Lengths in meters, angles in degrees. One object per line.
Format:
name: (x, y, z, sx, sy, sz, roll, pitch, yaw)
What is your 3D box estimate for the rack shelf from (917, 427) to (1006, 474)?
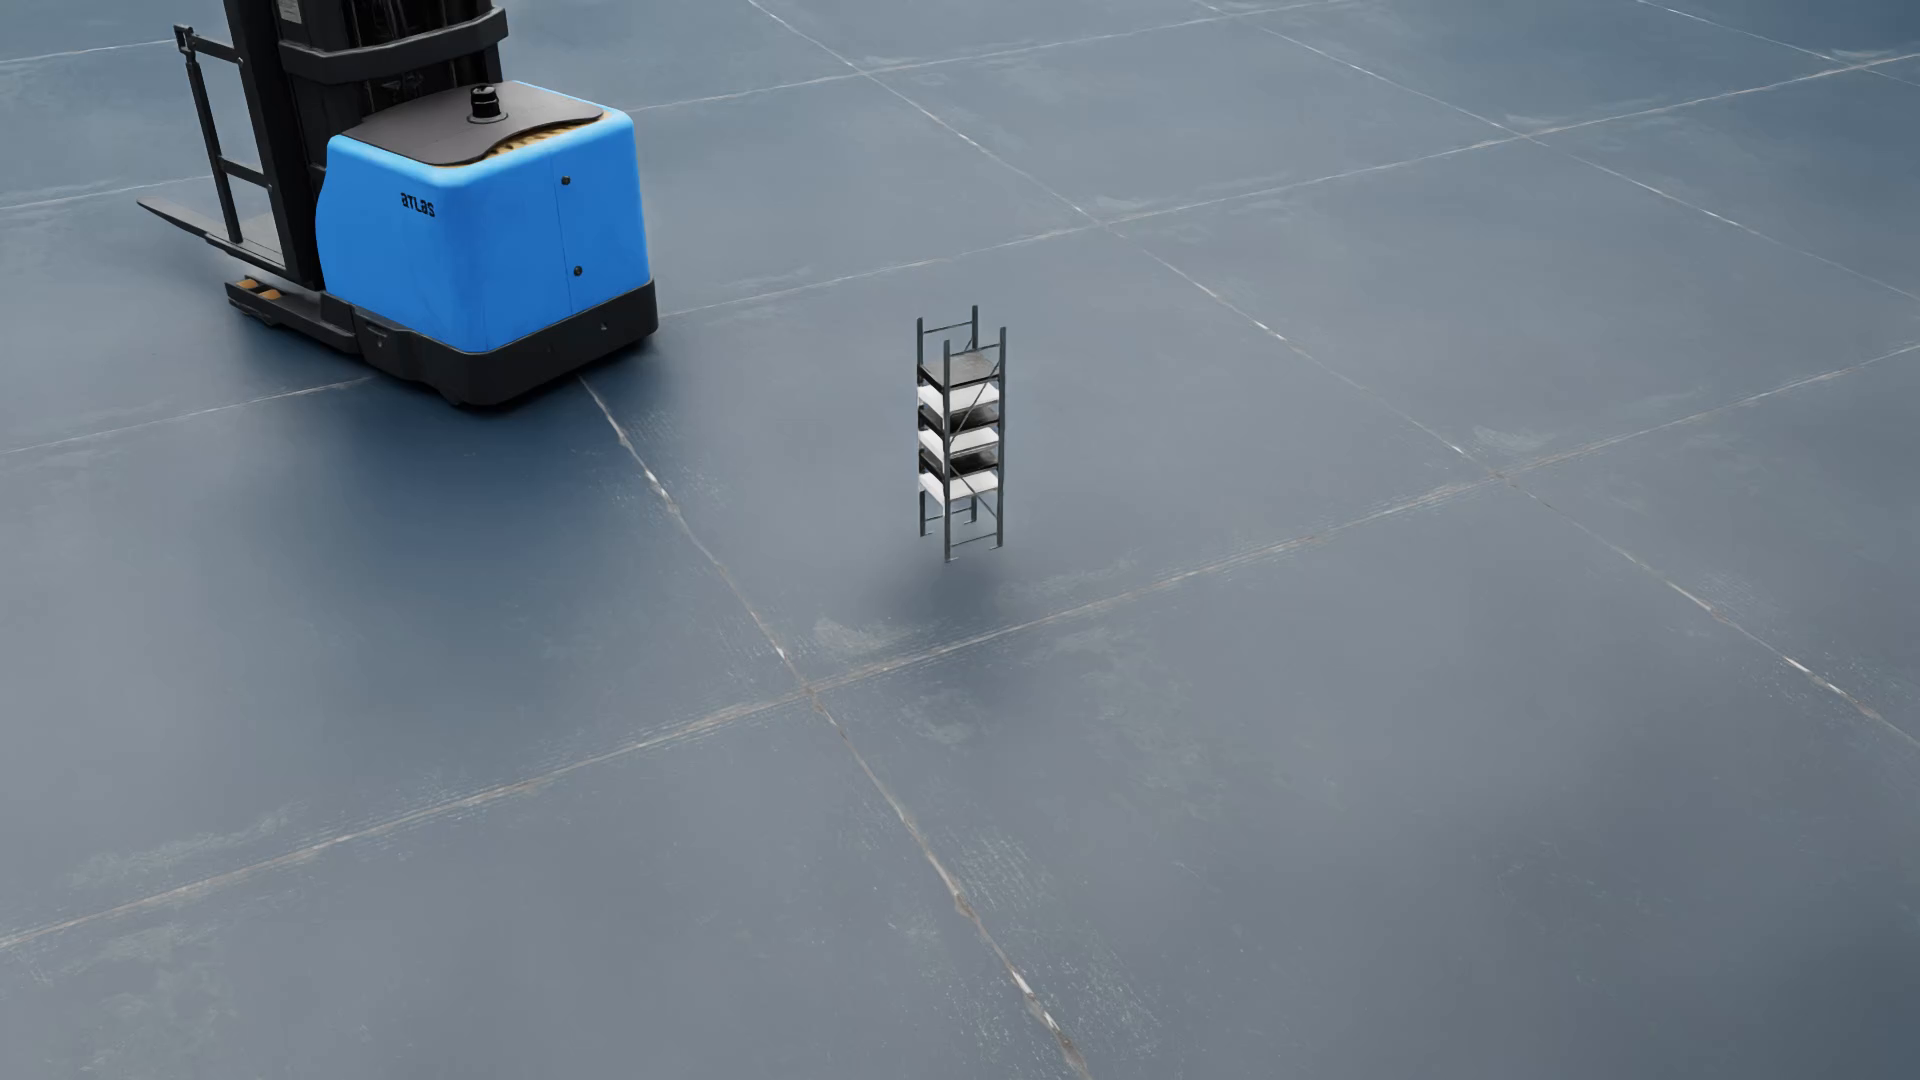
rack shelf: (0.004, -0.347, 6.019, 0.258, 0.077, 0.200, -16, 36, -23)

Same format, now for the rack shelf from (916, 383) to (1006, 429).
rack shelf: (0.004, -0.499, 5.922, 0.258, 0.077, 0.200, -16, 36, -23)

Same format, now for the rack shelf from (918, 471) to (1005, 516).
rack shelf: (0.004, -0.195, 6.116, 0.258, 0.077, 0.200, -16, 36, -23)

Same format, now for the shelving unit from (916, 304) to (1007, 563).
shelving unit: (0.004, -0.375, 6.001, 0.258, 0.900, 0.210, -16, 36, -23)

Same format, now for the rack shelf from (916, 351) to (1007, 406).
rack shelf: (0.004, -0.574, 5.874, 0.258, 0.077, 0.200, -16, 36, -23)

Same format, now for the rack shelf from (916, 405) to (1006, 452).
rack shelf: (0.004, -0.423, 5.971, 0.258, 0.077, 0.200, -16, 36, -23)

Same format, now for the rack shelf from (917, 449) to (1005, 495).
rack shelf: (0.004, -0.271, 6.068, 0.258, 0.077, 0.200, -16, 36, -23)

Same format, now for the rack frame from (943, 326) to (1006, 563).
rack frame: (0.051, -0.327, 5.925, 0.240, 0.900, 0.006, -16, 36, -23)

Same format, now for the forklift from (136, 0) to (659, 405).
forklift: (-2.857, -2.443, 7.345, 3.031, 2.935, 1.130, 23, 39, 31)

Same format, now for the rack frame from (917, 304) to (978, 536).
rack frame: (-0.044, -0.424, 6.077, 0.240, 0.900, 0.006, -16, 36, -23)
